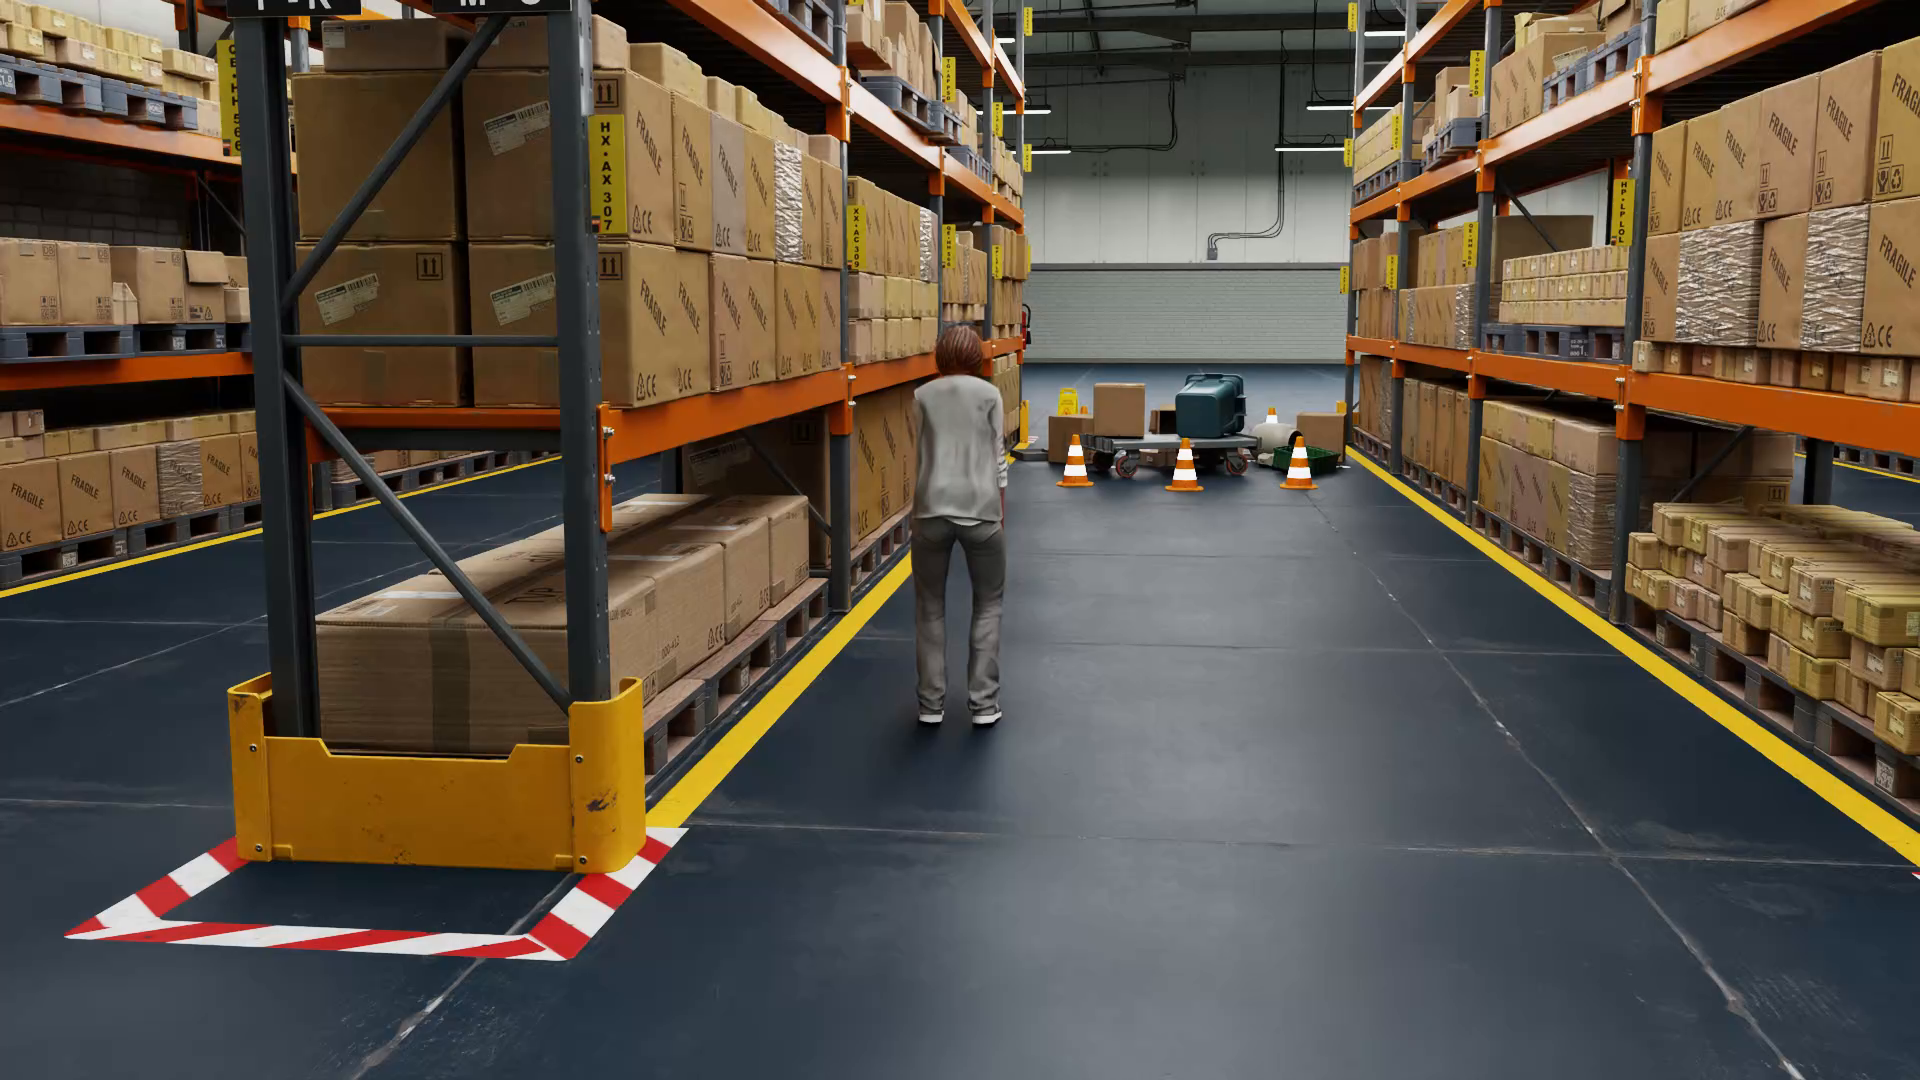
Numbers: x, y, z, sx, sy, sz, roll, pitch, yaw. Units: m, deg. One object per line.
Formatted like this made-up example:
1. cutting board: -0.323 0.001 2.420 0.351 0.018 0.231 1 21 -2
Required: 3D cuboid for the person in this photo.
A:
1. person: -0.002 -0.060 6.509 0.376 1.540 0.547 1 8 5
